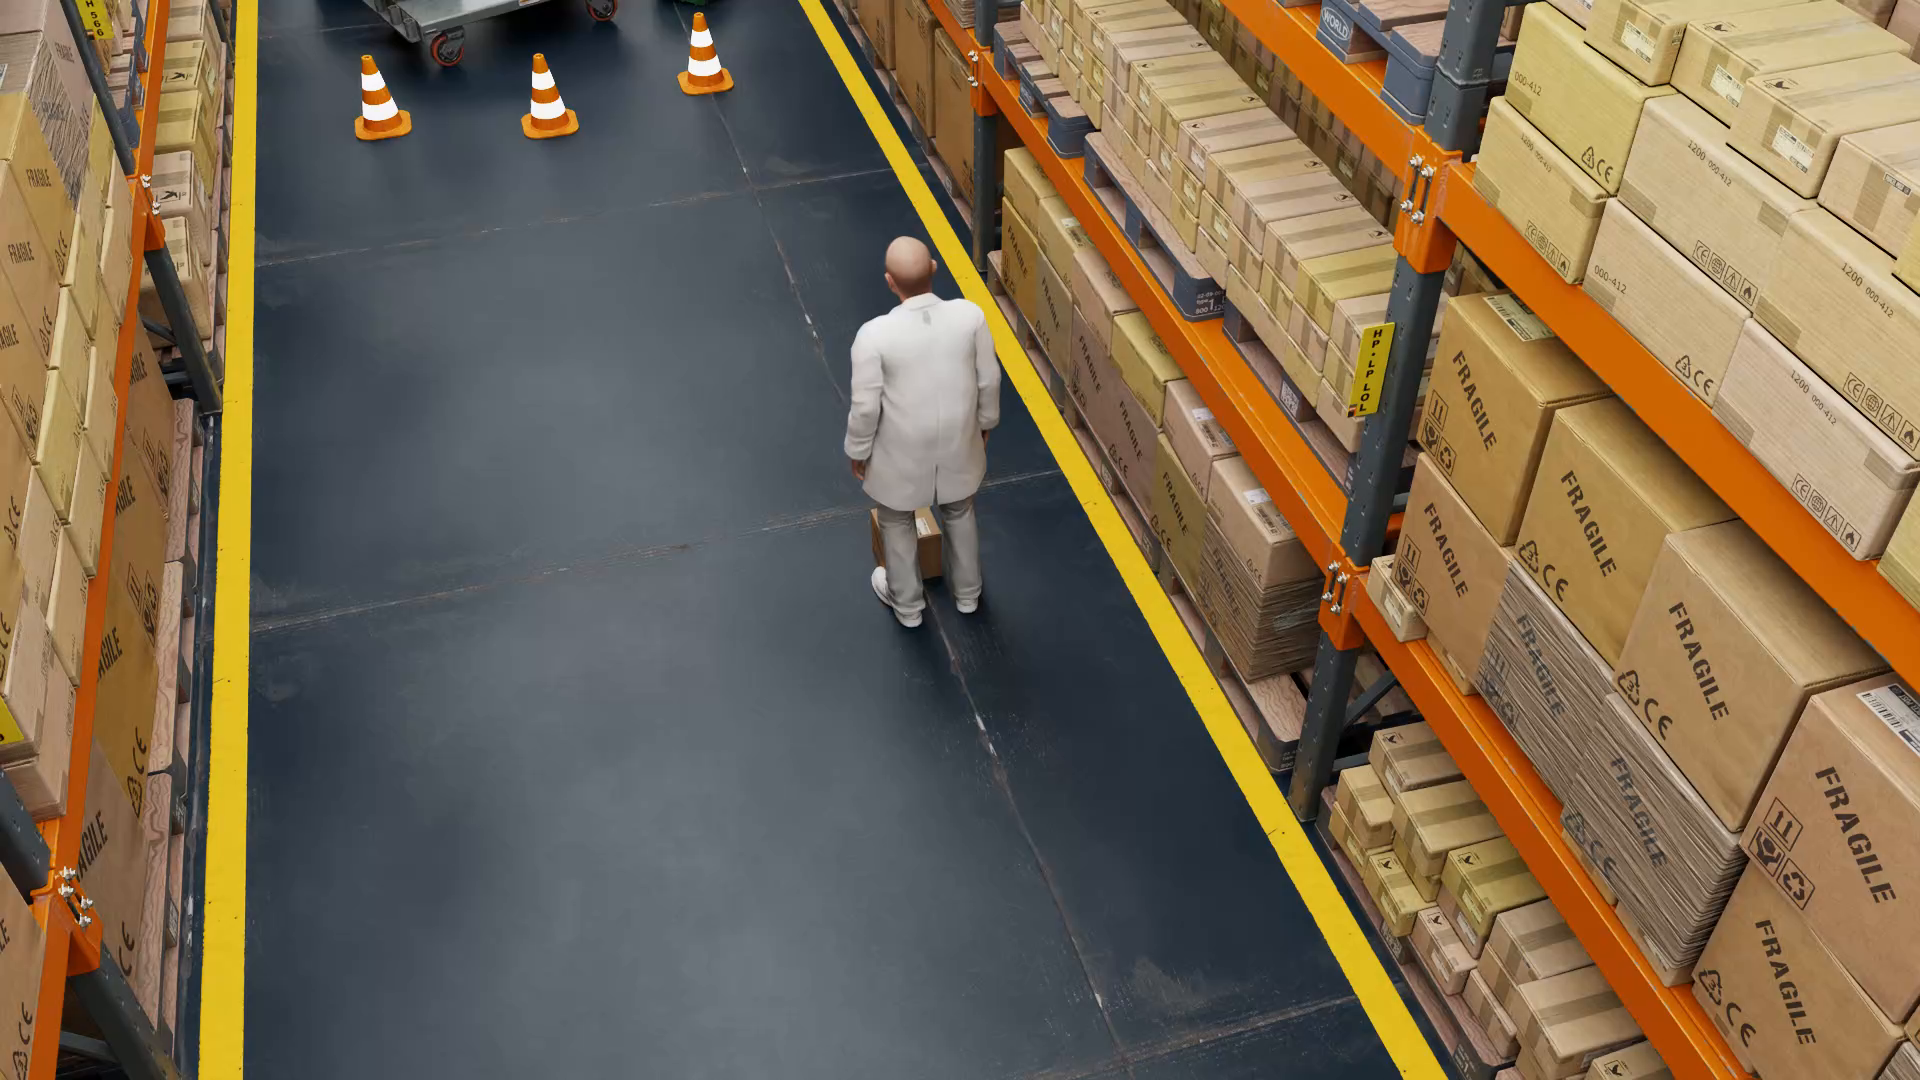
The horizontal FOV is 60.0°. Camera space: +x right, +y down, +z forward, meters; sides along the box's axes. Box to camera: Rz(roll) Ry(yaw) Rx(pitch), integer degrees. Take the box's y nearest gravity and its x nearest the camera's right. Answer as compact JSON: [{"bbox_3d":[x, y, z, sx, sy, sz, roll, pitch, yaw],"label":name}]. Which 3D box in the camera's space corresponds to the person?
[{"bbox_3d":[-0.148,-0.405,6.627,0.647,1.773,0.427,-13,43,-15],"label":"person"}]
